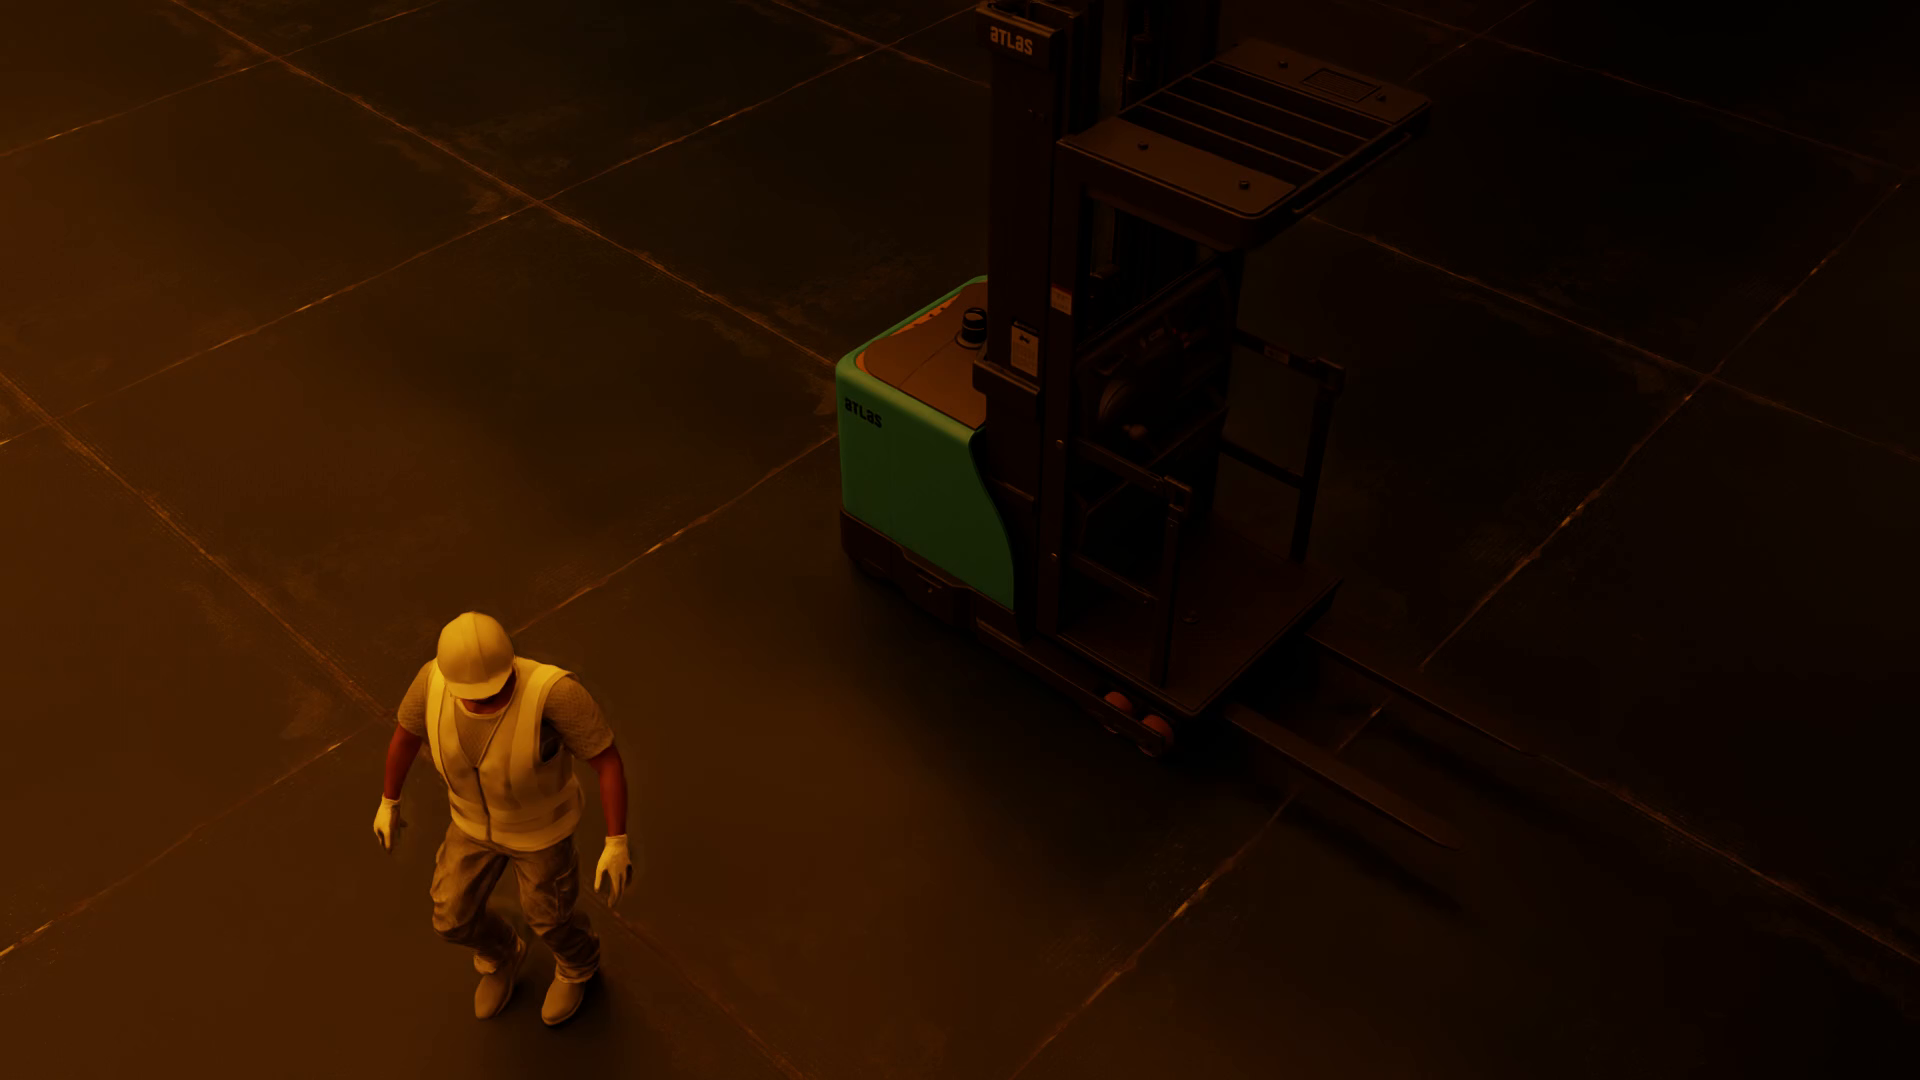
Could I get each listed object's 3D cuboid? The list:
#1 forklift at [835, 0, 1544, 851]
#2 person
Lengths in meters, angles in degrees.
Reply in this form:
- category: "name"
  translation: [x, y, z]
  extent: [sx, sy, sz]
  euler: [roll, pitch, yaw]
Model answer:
- category: "forklift"
  translation: [0.898, -0.635, 6.168]
  extent: [3.031, 2.935, 1.130]
  euler: [30, 49, 30]
- category: "person"
  translation: [-1.401, 0.932, 5.269]
  extent: [0.913, 1.788, 0.488]
  euler: [12, 42, 14]
